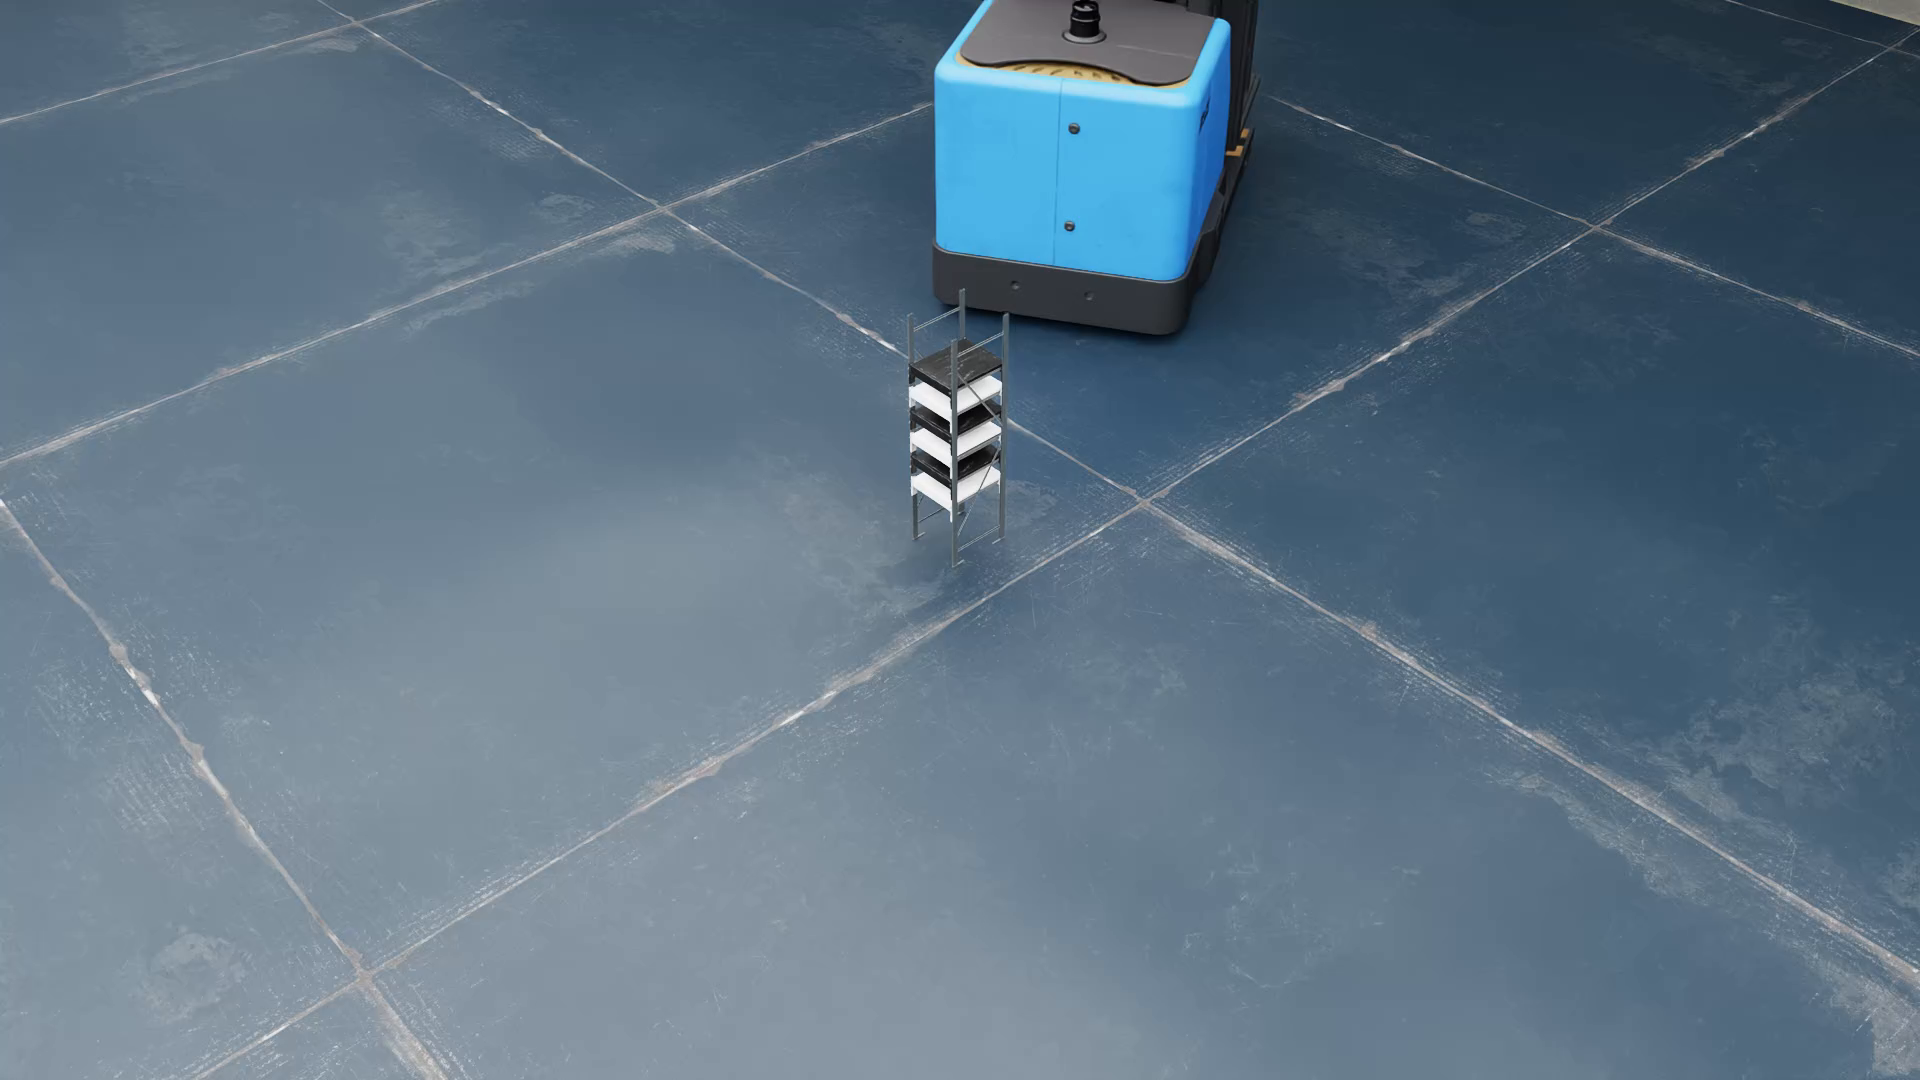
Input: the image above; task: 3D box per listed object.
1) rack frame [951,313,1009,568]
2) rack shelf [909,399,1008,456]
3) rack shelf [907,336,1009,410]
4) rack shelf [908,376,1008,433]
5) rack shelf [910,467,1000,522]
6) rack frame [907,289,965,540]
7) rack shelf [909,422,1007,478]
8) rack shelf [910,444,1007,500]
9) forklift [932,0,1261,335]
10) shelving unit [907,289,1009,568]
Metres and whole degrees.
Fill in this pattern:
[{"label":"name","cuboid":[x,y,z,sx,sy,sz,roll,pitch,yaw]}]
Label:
[{"label":"rack frame","cuboid":[0.063,-0.307,5.414,0.240,0.900,0.006,-30,48,-32]},{"label":"rack shelf","cuboid":[-0.005,-0.398,5.436,0.258,0.077,0.200,-30,48,-32]},{"label":"rack shelf","cuboid":[-0.005,-0.538,5.323,0.258,0.077,0.200,-30,48,-32]},{"label":"rack shelf","cuboid":[-0.005,-0.468,5.380,0.258,0.077,0.200,-30,48,-32]},{"label":"rack shelf","cuboid":[-0.005,-0.188,5.606,0.258,0.077,0.200,-30,48,-32]},{"label":"rack frame","cuboid":[-0.074,-0.401,5.530,0.240,0.900,0.006,-30,48,-32]},{"label":"rack shelf","cuboid":[-0.005,-0.328,5.493,0.258,0.077,0.200,-30,48,-32]},{"label":"rack shelf","cuboid":[-0.005,-0.258,5.549,0.258,0.077,0.200,-30,48,-32]},{"label":"forklift","cuboid":[0.785,-2.893,6.999,1.130,2.935,3.031,10,40,12]},{"label":"shelving unit","cuboid":[-0.005,-0.354,5.472,0.258,0.900,0.210,-30,48,-32]}]
